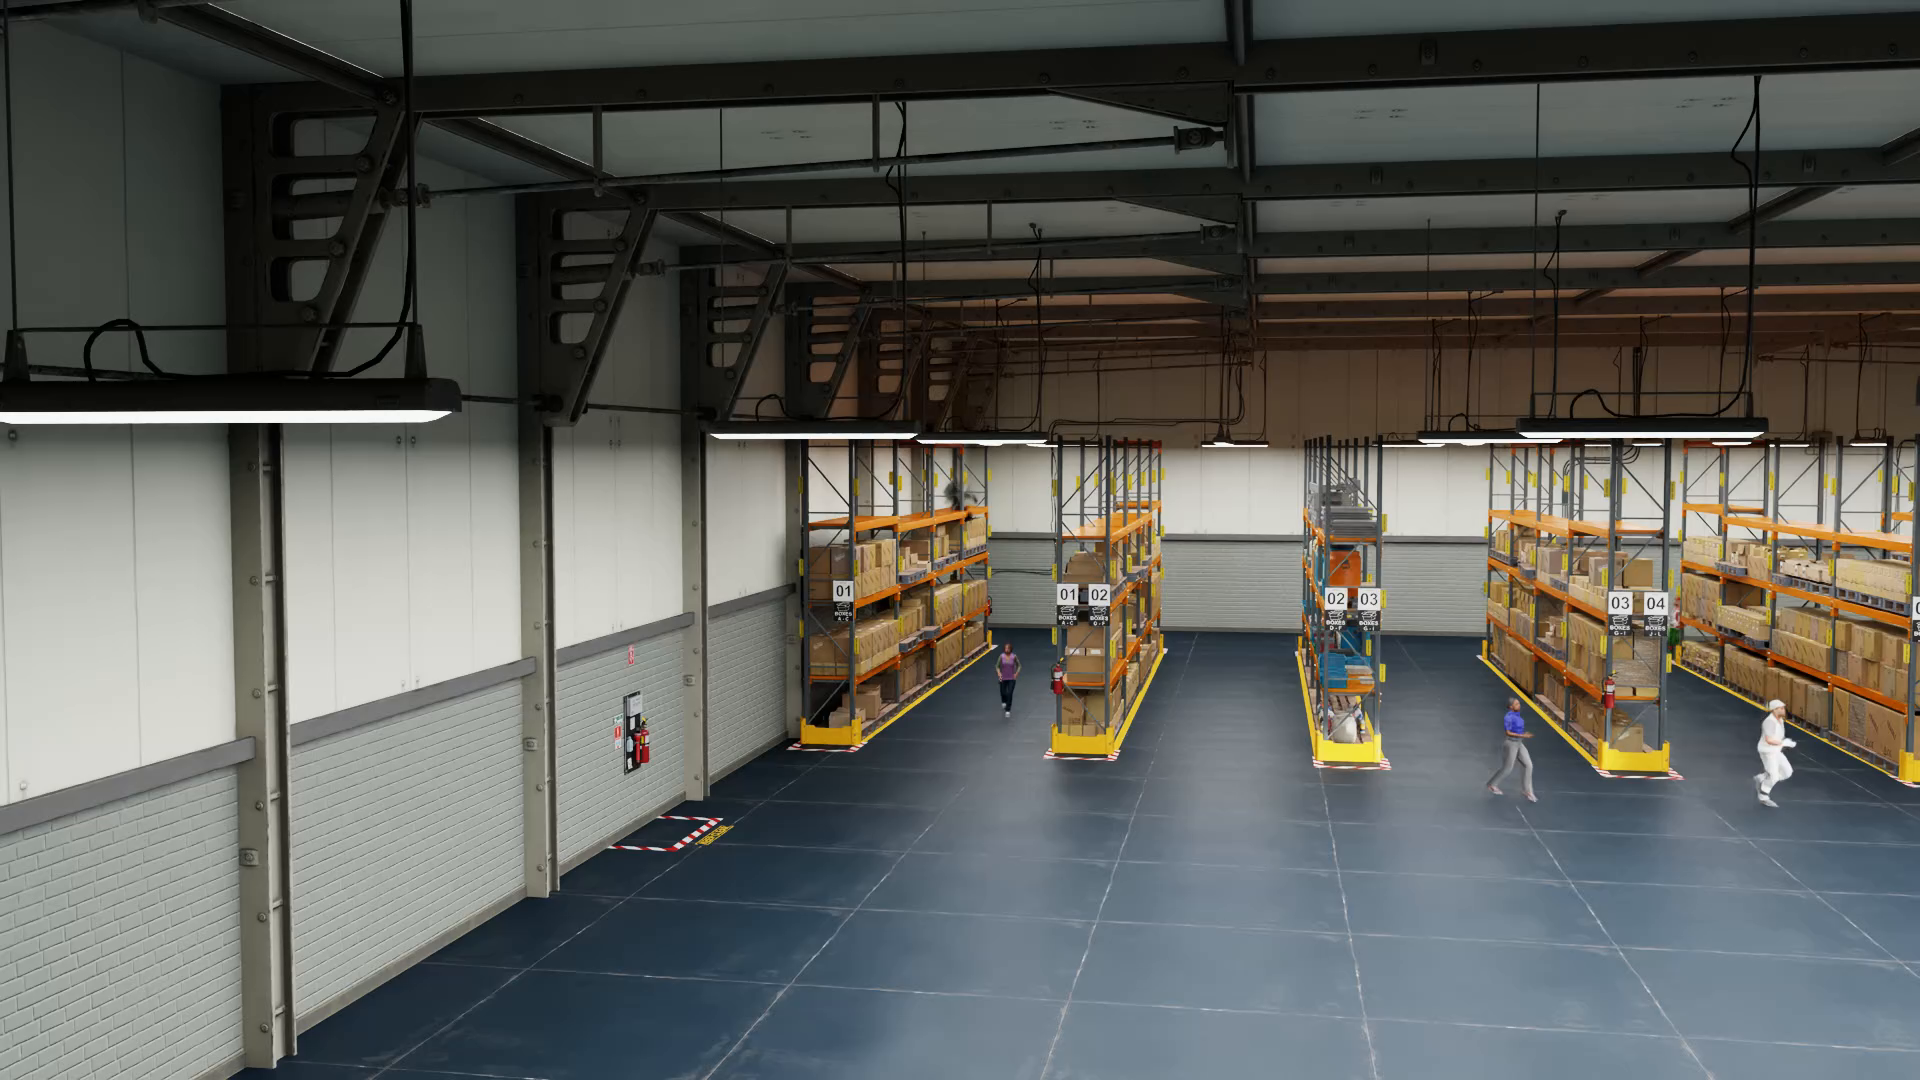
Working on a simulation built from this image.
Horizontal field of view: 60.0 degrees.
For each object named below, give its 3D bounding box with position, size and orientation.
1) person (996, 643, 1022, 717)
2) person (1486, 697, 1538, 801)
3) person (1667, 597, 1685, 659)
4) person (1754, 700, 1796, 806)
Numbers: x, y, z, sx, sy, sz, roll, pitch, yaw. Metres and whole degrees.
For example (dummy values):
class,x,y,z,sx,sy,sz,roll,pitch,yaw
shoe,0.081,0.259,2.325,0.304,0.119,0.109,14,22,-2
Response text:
class,x,y,z,sx,sy,sz,roll,pitch,yaw
person,1.051,3.008,35.889,0.559,1.575,0.539,0,3,5
person,9.072,3.429,27.307,0.841,1.700,0.570,3,4,44
person,19.676,2.408,45.488,0.768,1.747,0.702,0,3,-5
person,13.101,3.416,26.699,0.658,1.729,0.709,3,4,44
